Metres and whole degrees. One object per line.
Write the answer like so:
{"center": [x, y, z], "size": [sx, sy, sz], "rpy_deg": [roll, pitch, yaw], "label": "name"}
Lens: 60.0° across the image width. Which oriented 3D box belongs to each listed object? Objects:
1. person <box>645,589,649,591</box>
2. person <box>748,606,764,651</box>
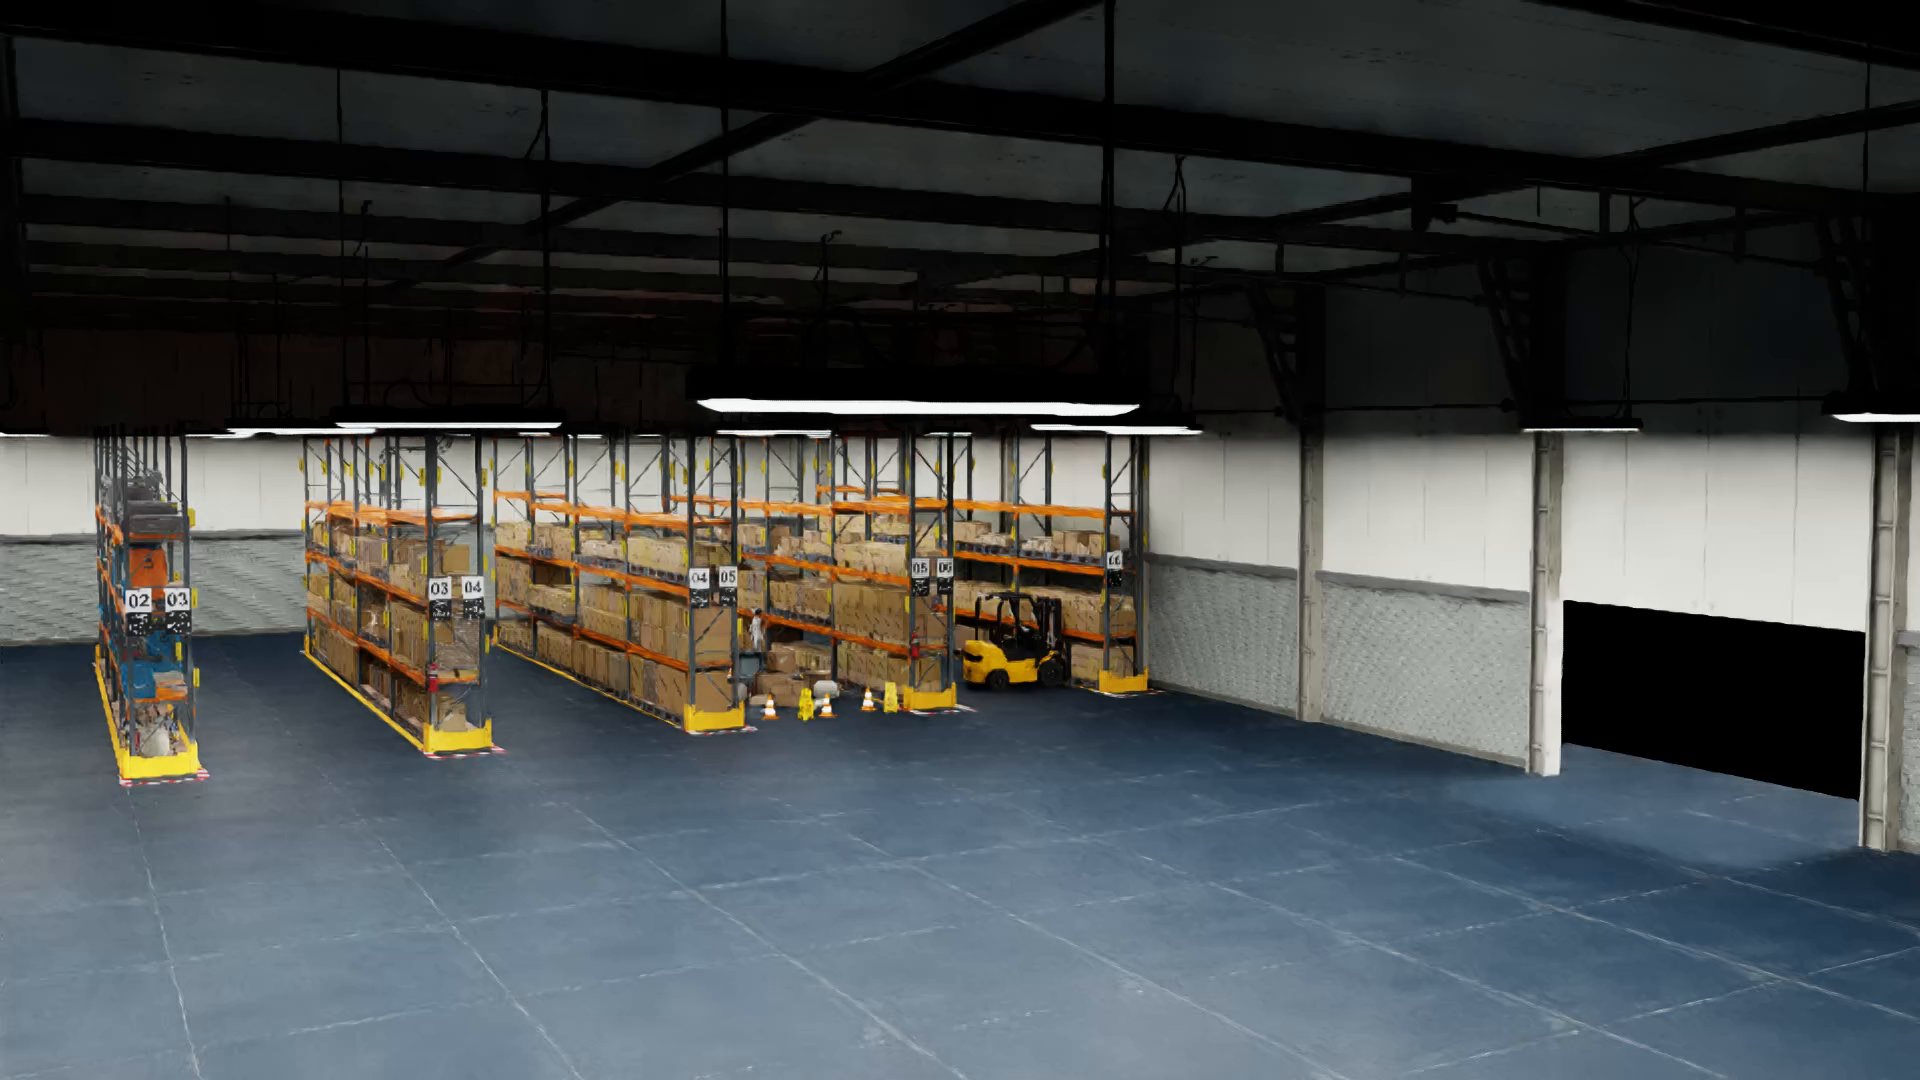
{"center": [-8.373, 2.169, 44.258], "size": [0.584, 1.720, 0.662], "rpy_deg": [0, 3, -3], "label": "person"}
{"center": [-4.967, 2.438, 40.246], "size": [0.464, 1.677, 0.524], "rpy_deg": [0, 3, 0], "label": "person"}
